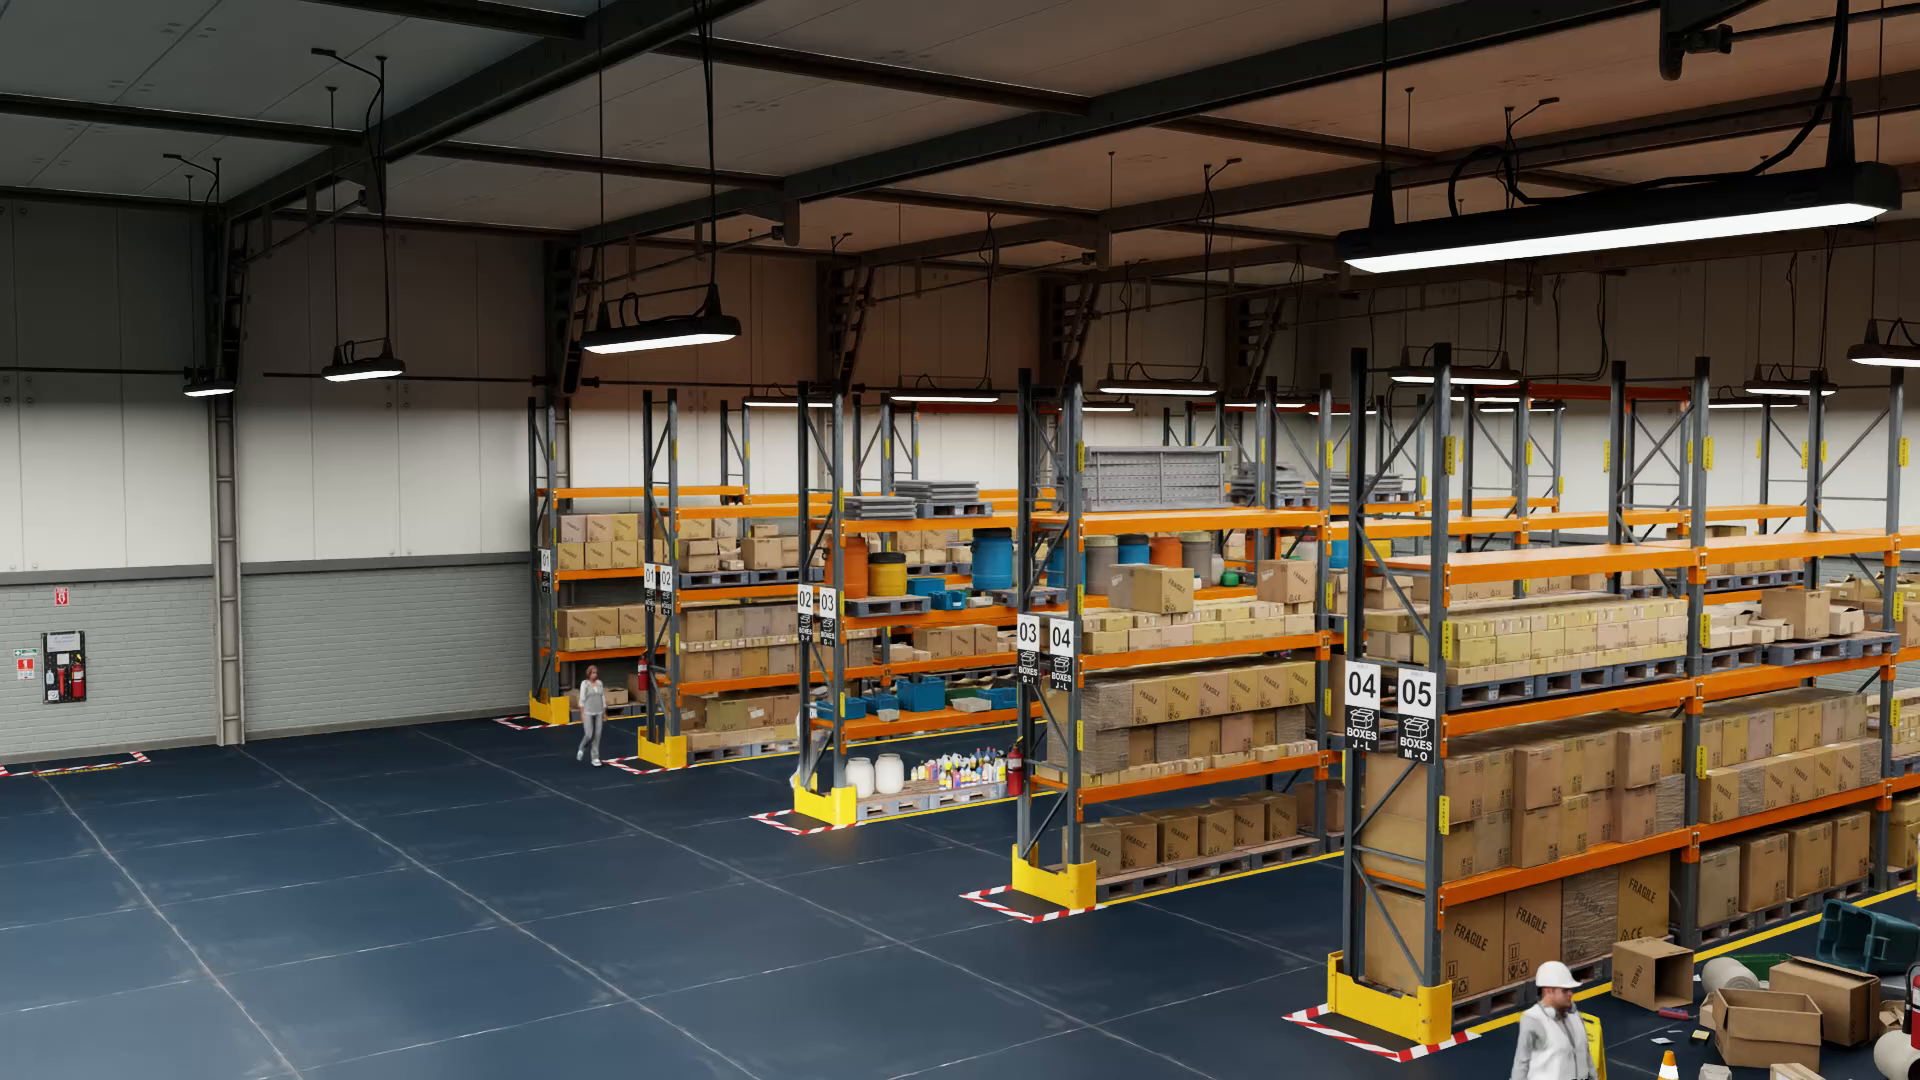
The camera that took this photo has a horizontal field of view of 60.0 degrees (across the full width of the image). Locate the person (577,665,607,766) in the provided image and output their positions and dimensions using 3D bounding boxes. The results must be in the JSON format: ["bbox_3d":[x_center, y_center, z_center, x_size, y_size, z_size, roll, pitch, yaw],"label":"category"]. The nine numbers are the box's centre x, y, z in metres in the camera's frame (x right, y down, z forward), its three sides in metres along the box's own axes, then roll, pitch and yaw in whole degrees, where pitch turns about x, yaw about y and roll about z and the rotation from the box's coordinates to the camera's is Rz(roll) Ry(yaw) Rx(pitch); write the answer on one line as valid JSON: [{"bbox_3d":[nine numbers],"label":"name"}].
[{"bbox_3d":[-5.868,2.785,26.489,0.428,1.596,0.469,-3,4,-40],"label":"person"}]

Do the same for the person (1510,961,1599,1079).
[{"bbox_3d":[3.940,3.651,10.948,0.556,1.747,0.934,-2,4,-32],"label":"person"}]

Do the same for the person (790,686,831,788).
[{"bbox_3d":[-2.133,2.940,24.429,0.686,1.577,0.561,-2,4,-33],"label":"person"}]

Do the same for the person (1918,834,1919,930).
[{"bbox_3d":[10.220,3.365,17.200,0.717,1.573,0.538,-3,5,-44],"label":"person"}]
